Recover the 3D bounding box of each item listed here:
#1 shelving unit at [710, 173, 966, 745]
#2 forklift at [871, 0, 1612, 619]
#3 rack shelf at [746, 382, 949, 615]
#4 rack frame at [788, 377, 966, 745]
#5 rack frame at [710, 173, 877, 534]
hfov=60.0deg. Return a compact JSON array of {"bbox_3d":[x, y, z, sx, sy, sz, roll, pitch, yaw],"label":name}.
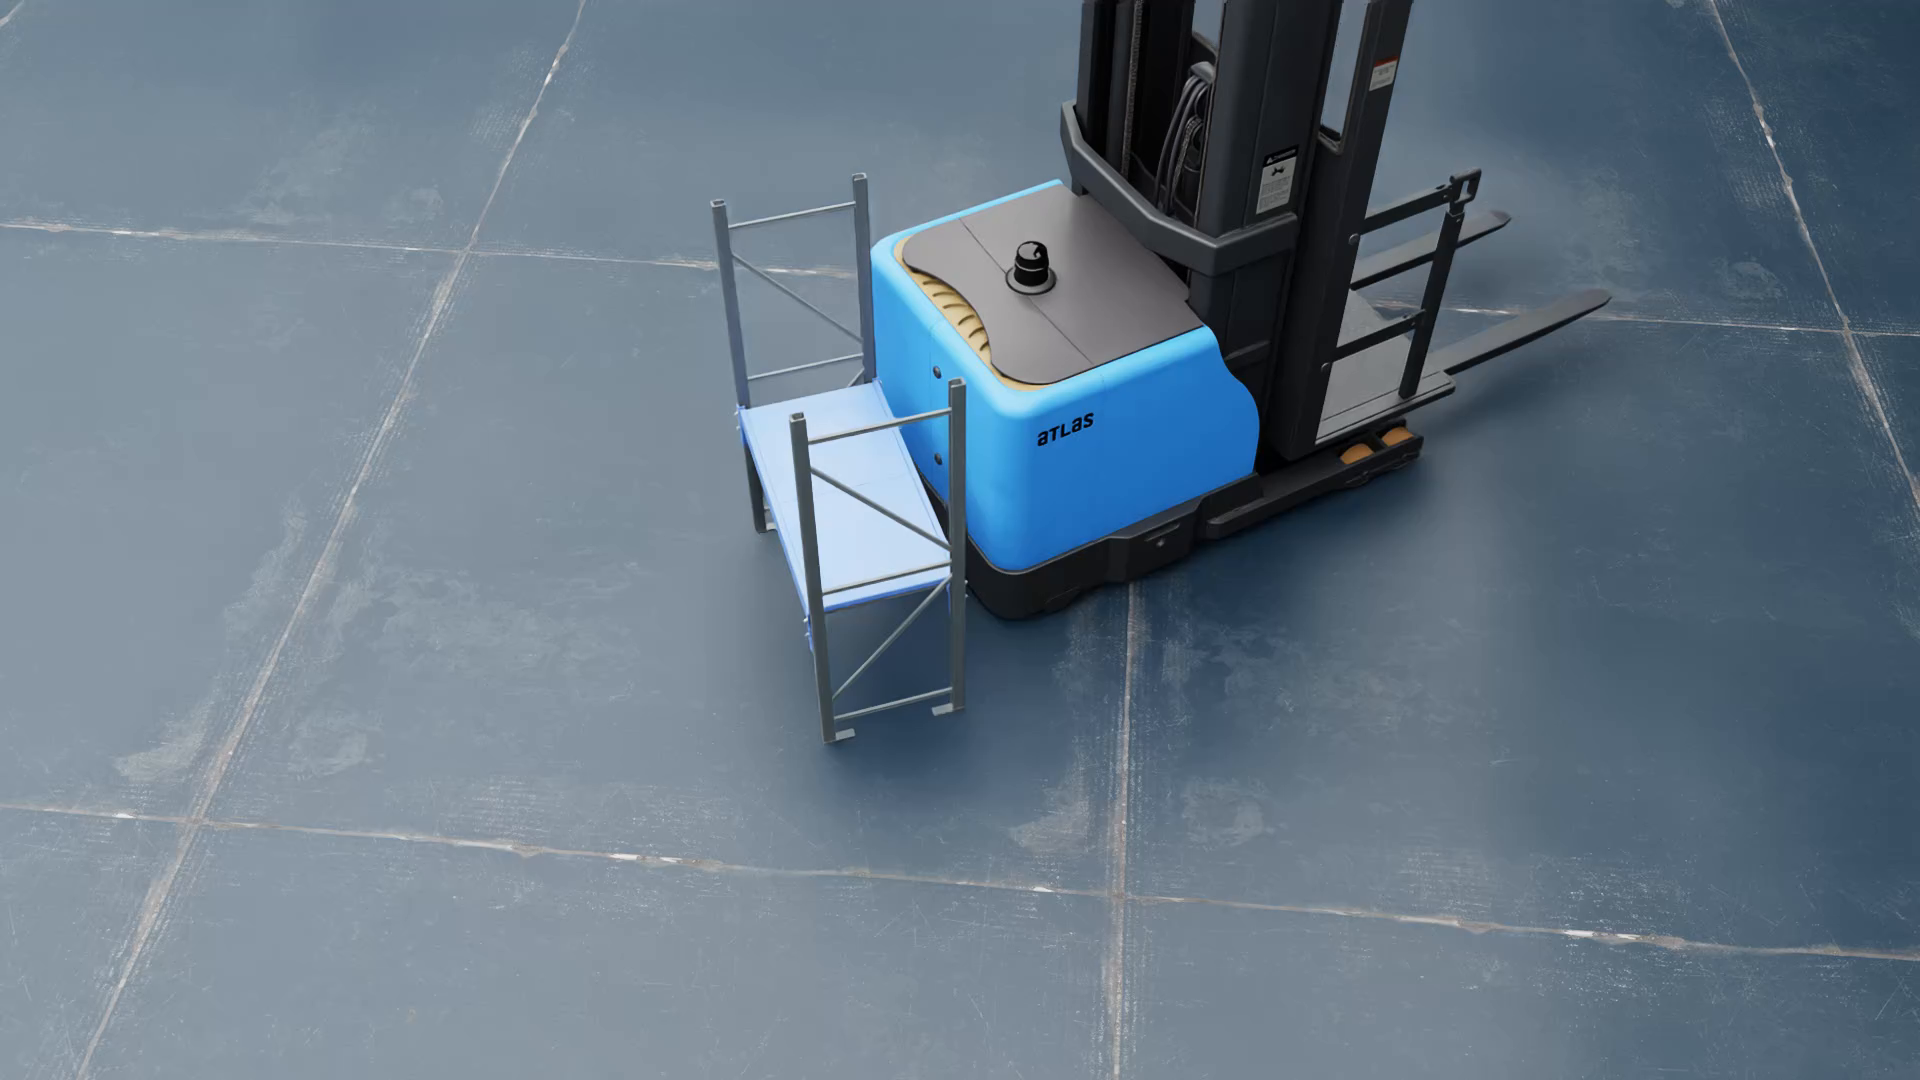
[{"bbox_3d":[-0.381,-0.238,5.452,0.500,1.500,1.048,-13,49,-12],"label":"shelving unit"},{"bbox_3d":[1.211,-1.516,5.650,3.031,2.935,1.130,-22,51,-19],"label":"forklift"},{"bbox_3d":[-0.381,-0.150,5.548,0.459,0.062,0.952,-13,49,-12],"label":"rack shelf"},{"bbox_3d":[-0.226,0.119,5.125,0.500,1.500,0.032,-13,49,-12],"label":"rack frame"},{"bbox_3d":[-0.537,-0.596,5.778,0.500,1.500,0.032,-13,49,-12],"label":"rack frame"}]
